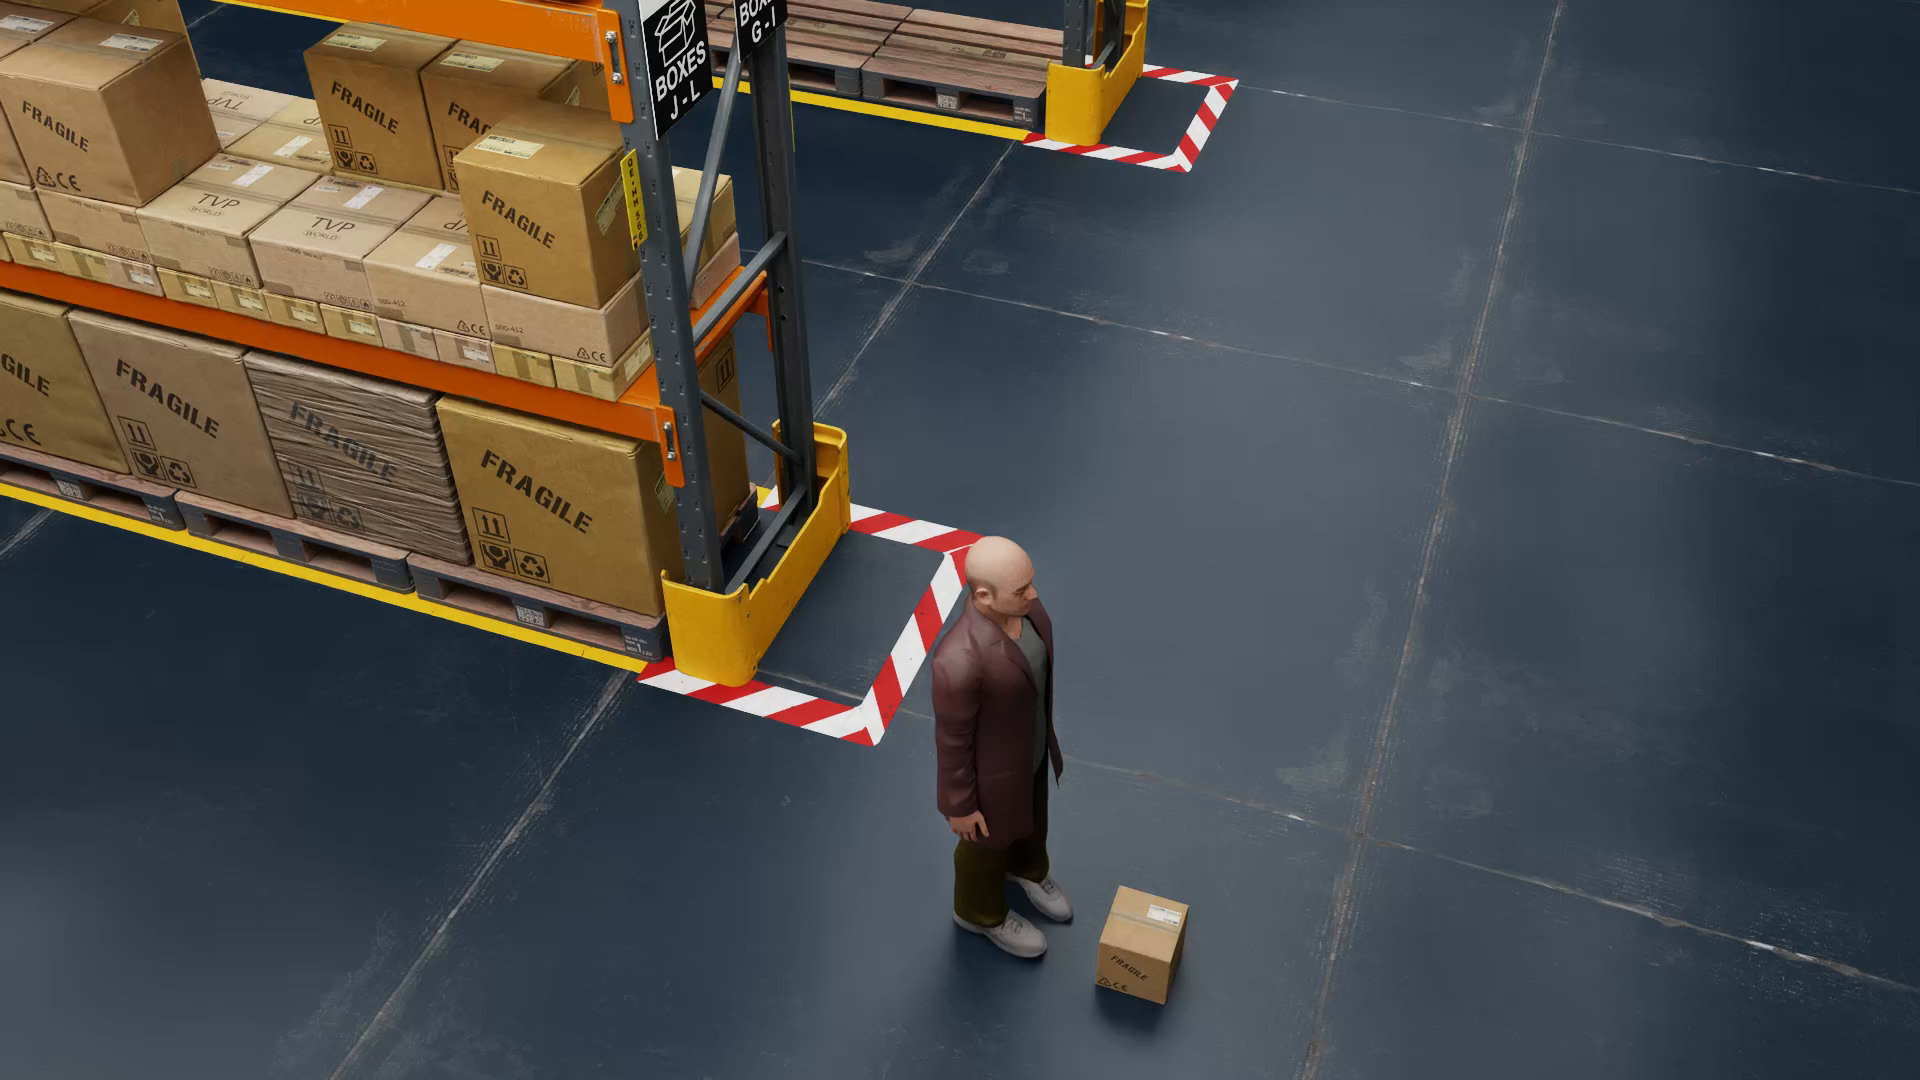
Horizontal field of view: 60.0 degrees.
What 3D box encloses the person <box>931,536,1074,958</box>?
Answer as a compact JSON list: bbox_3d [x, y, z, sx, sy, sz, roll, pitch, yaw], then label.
[{"bbox_3d":[0.161,0.710,5.351,0.410,1.796,0.624,17,44,19],"label":"person"}]
